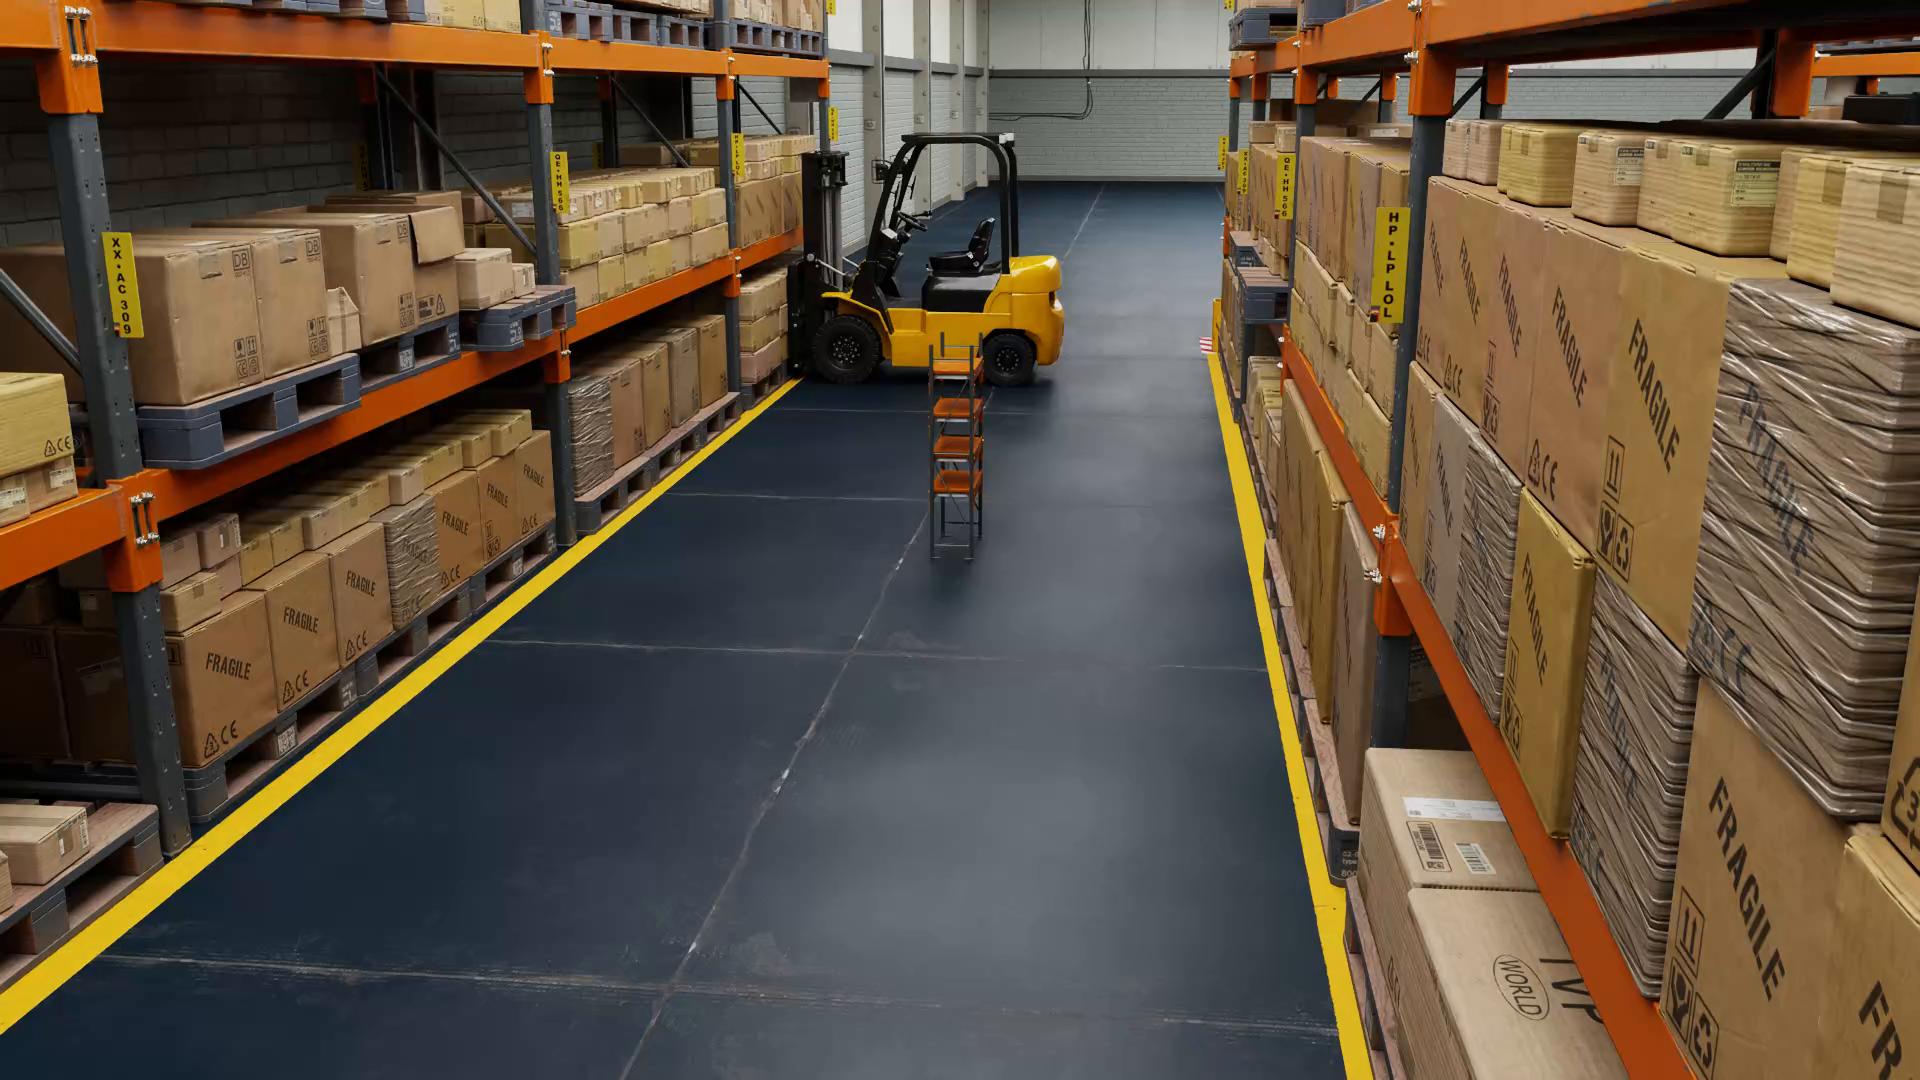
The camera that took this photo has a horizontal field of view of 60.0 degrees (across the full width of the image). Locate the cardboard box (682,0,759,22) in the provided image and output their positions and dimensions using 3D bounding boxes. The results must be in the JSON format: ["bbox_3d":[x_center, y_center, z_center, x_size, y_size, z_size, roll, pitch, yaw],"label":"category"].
[{"bbox_3d":[-1.924,-4.332,13.366,0.500,0.311,0.500,2,15,7],"label":"cardboard box"}]

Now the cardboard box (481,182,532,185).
[{"bbox_3d":[-2.857,-2.217,10.681,0.380,0.149,0.250,1,15,5],"label":"cardboard box"}]

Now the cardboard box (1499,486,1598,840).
[{"bbox_3d":[1.275,0.211,2.945,0.500,0.500,0.500,2,15,8],"label":"cardboard box"}]

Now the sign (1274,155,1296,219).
[{"bbox_3d":[1.681,-1.819,8.578,0.100,0.325,0.005,2,15,6],"label":"sign"}]

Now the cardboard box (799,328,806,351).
[{"bbox_3d":[-1.715,-1.856,15.243,0.500,0.250,0.500,2,15,8],"label":"cardboard box"}]

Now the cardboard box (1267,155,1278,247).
[{"bbox_3d":[2.044,-1.940,9.525,0.500,0.500,0.500,1,15,5],"label":"cardboard box"}]

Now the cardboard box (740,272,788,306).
[{"bbox_3d":[-1.781,-2.204,14.614,0.500,0.250,0.500,2,15,8],"label":"cardboard box"}]

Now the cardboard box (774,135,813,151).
[{"bbox_3d":[-1.637,-3.846,16.136,0.380,0.149,0.250,2,15,6],"label":"cardboard box"}]

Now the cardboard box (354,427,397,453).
[{"bbox_3d":[-3.085,-0.479,8.427,0.380,0.149,0.250,2,15,7],"label":"cardboard box"}]

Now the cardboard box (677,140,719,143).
[{"bbox_3d":[-2.288,-3.461,14.709,0.380,0.149,0.250,2,15,8],"label":"cardboard box"}]

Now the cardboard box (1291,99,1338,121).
[{"bbox_3d":[3.100,-3.366,13.687,0.700,0.500,0.500,1,15,5],"label":"cardboard box"}]

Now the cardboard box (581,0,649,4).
[{"bbox_3d":[-2.273,-3.622,10.378,0.500,0.500,0.500,2,15,8],"label":"cardboard box"}]

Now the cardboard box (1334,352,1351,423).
[{"bbox_3d":[1.704,-0.562,6.279,0.500,0.250,0.500,1,15,5],"label":"cardboard box"}]

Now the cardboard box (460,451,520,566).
[{"bbox_3d":[-2.612,-0.181,8.569,0.500,0.500,0.500,1,15,5],"label":"cardboard box"}]

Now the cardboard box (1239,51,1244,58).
[{"bbox_3d":[2.622,-4.275,14.461,0.380,0.149,0.250,2,15,7],"label":"cardboard box"}]

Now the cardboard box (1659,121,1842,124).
[{"bbox_3d":[1.913,-0.937,4.032,0.380,0.149,0.250,2,15,8],"label":"cardboard box"}]

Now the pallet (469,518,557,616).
[{"bbox_3d":[-2.833,0.108,8.858,1.003,0.211,1.213,2,15,6],"label":"pallet"}]

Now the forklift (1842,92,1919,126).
[{"bbox_3d":[4.838,-1.064,7.984,1.130,2.935,3.031,2,15,7],"label":"forklift"}]

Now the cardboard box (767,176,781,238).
[{"bbox_3d":[-1.852,-2.890,14.414,0.500,0.500,0.500,2,15,6],"label":"cardboard box"}]

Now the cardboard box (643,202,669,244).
[{"bbox_3d":[-2.251,-2.106,11.032,0.500,0.250,0.500,2,15,7],"label":"cardboard box"}]

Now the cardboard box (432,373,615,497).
[{"bbox_3d":[-2.627,-0.648,10.058,0.875,0.625,0.625,2,15,8],"label":"cardboard box"}]

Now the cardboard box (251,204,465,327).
[{"bbox_3d":[-2.712,-1.254,7.552,0.797,0.503,0.637,1,15,5],"label":"cardboard box"}]

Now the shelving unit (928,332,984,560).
[{"bbox_3d":[-0.019,-0.536,9.347,0.258,1.200,0.503,2,15,6],"label":"shelving unit"}]

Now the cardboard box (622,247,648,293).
[{"bbox_3d":[-2.306,-1.730,10.601,0.500,0.250,0.500,1,15,4],"label":"cardboard box"}]

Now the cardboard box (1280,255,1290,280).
[{"bbox_3d":[1.983,-1.530,9.252,0.380,0.149,0.250,2,15,7],"label":"cardboard box"}]

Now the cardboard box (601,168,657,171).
[{"bbox_3d":[-2.513,-2.744,12.631,0.380,0.149,0.250,1,15,5],"label":"cardboard box"}]

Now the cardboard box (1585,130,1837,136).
[{"bbox_3d":[1.382,-0.685,3.099,0.380,0.149,0.250,2,15,6],"label":"cardboard box"}]

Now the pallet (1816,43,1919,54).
[{"bbox_3d":[7.980,-4.453,14.807,1.003,0.211,1.213,2,15,6],"label":"pallet"}]

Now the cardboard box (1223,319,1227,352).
[{"bbox_3d":[2.693,-1.902,15.414,0.500,0.250,0.500,2,15,8],"label":"cardboard box"}]

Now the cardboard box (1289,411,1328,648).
[{"bbox_3d":[1.956,-0.054,7.383,0.875,0.875,0.875,2,15,7],"label":"cardboard box"}]

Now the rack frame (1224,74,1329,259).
[{"bbox_3d":[3.124,-3.360,16.342,1.000,3.000,0.127,2,15,6],"label":"rack frame"}]

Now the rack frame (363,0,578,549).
[{"bbox_3d":[-2.711,-1.430,9.206,1.000,3.000,0.127,2,15,6],"label":"rack frame"}]

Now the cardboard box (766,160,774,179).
[{"bbox_3d":[-1.801,-3.170,14.203,0.380,0.149,0.250,2,15,6],"label":"cardboard box"}]

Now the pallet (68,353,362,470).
[{"bbox_3d":[-2.964,-0.504,6.149,1.003,0.211,1.213,2,15,6],"label":"pallet"}]

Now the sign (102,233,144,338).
[{"bbox_3d":[-2.623,-0.797,5.204,0.100,0.325,0.005,2,15,6],"label":"sign"}]

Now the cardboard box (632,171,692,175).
[{"bbox_3d":[-2.169,-2.605,12.114,0.380,0.149,0.250,2,15,6],"label":"cardboard box"}]

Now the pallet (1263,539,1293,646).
[{"bbox_3d":[2.057,0.263,8.285,1.003,0.211,1.213,2,15,6],"label":"pallet"}]

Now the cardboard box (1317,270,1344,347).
[{"bbox_3d":[1.720,-0.936,6.706,0.500,0.250,0.500,2,15,7],"label":"cardboard box"}]

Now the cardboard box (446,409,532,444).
[{"bbox_3d":[-2.515,-0.604,8.891,0.380,0.149,0.250,1,15,4],"label":"cardboard box"}]

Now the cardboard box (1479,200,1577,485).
[{"bbox_3d":[1.343,-0.399,3.284,0.500,0.500,0.500,2,15,7],"label":"cardboard box"}]

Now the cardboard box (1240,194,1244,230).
[{"bbox_3d":[2.527,-2.771,13.401,0.500,0.500,0.500,2,15,8],"label":"cardboard box"}]

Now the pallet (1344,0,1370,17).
[{"bbox_3d":[2.078,-2.183,6.605,1.003,0.211,1.213,2,15,9],"label":"pallet"}]

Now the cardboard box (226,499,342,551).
[{"bbox_3d":[-2.803,-0.064,6.892,0.380,0.149,0.250,2,15,6],"label":"cardboard box"}]

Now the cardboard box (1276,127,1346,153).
[{"bbox_3d":[2.125,-2.426,10.077,0.380,0.149,0.250,1,15,4],"label":"cardboard box"}]

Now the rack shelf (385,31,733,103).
[{"bbox_3d":[-2.486,-3.050,10.826,1.077,0.370,4.000,2,15,6],"label":"rack shelf"}]

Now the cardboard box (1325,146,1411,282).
[{"bbox_3d":[1.742,-1.302,6.624,0.500,0.500,0.500,2,15,7],"label":"cardboard box"}]

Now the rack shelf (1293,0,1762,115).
[{"bbox_3d":[1.995,-1.867,6.453,1.077,0.370,4.000,2,15,6],"label":"rack shelf"}]

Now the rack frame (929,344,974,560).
[{"bbox_3d":[-0.046,-0.473,9.113,0.240,1.200,0.015,2,15,6],"label":"rack frame"}]

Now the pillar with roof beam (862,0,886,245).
[{"bbox_3d":[2.849,-9.233,26.567,9.100,9.000,0.400,2,15,6],"label":"pillar with roof beam"}]

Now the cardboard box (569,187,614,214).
[{"bbox_3d":[-2.333,-2.071,10.139,0.380,0.149,0.250,2,15,7],"label":"cardboard box"}]

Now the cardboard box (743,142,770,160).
[{"bbox_3d":[-1.836,-3.316,14.173,0.380,0.149,0.250,1,15,5],"label":"cardboard box"}]
